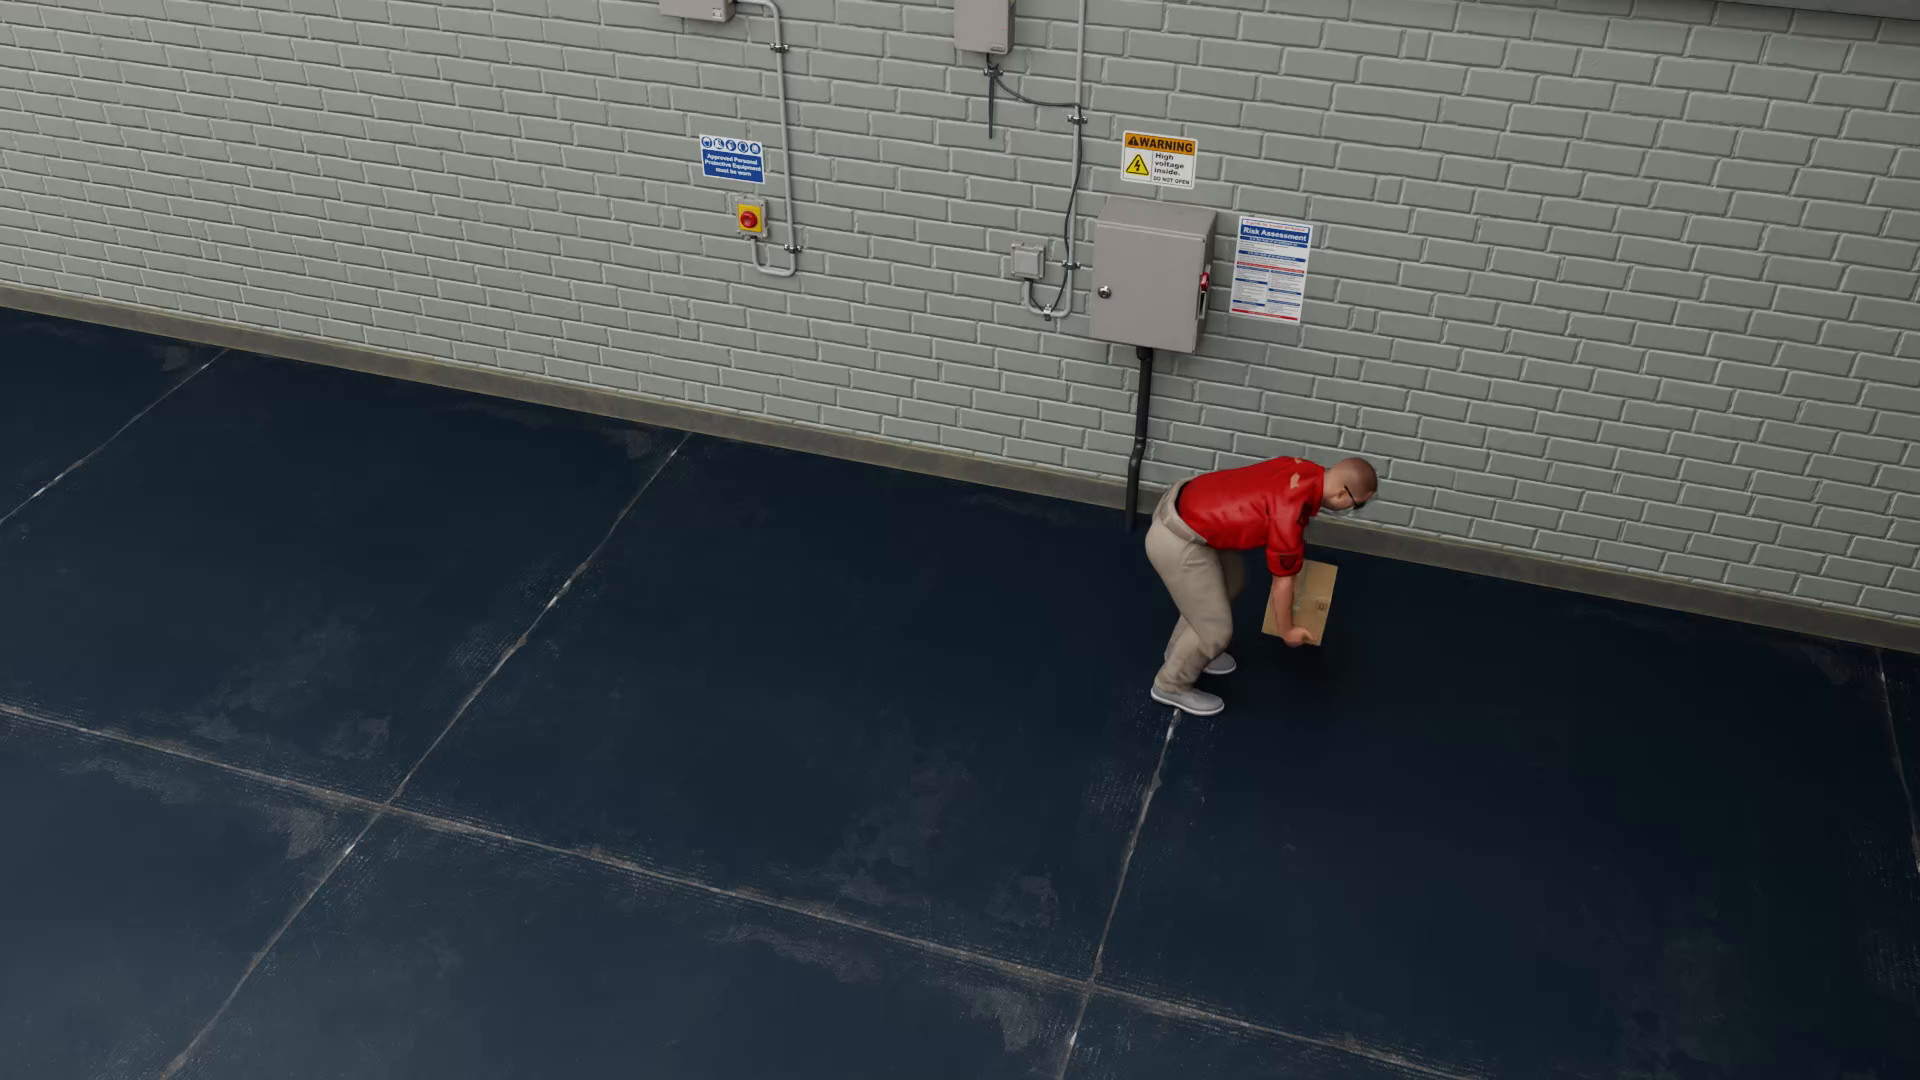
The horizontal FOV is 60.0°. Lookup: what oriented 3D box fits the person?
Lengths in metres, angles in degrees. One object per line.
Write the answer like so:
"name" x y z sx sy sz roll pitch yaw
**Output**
"person" 1.233 0.159 7.054 0.898 1.301 0.492 9 38 12
